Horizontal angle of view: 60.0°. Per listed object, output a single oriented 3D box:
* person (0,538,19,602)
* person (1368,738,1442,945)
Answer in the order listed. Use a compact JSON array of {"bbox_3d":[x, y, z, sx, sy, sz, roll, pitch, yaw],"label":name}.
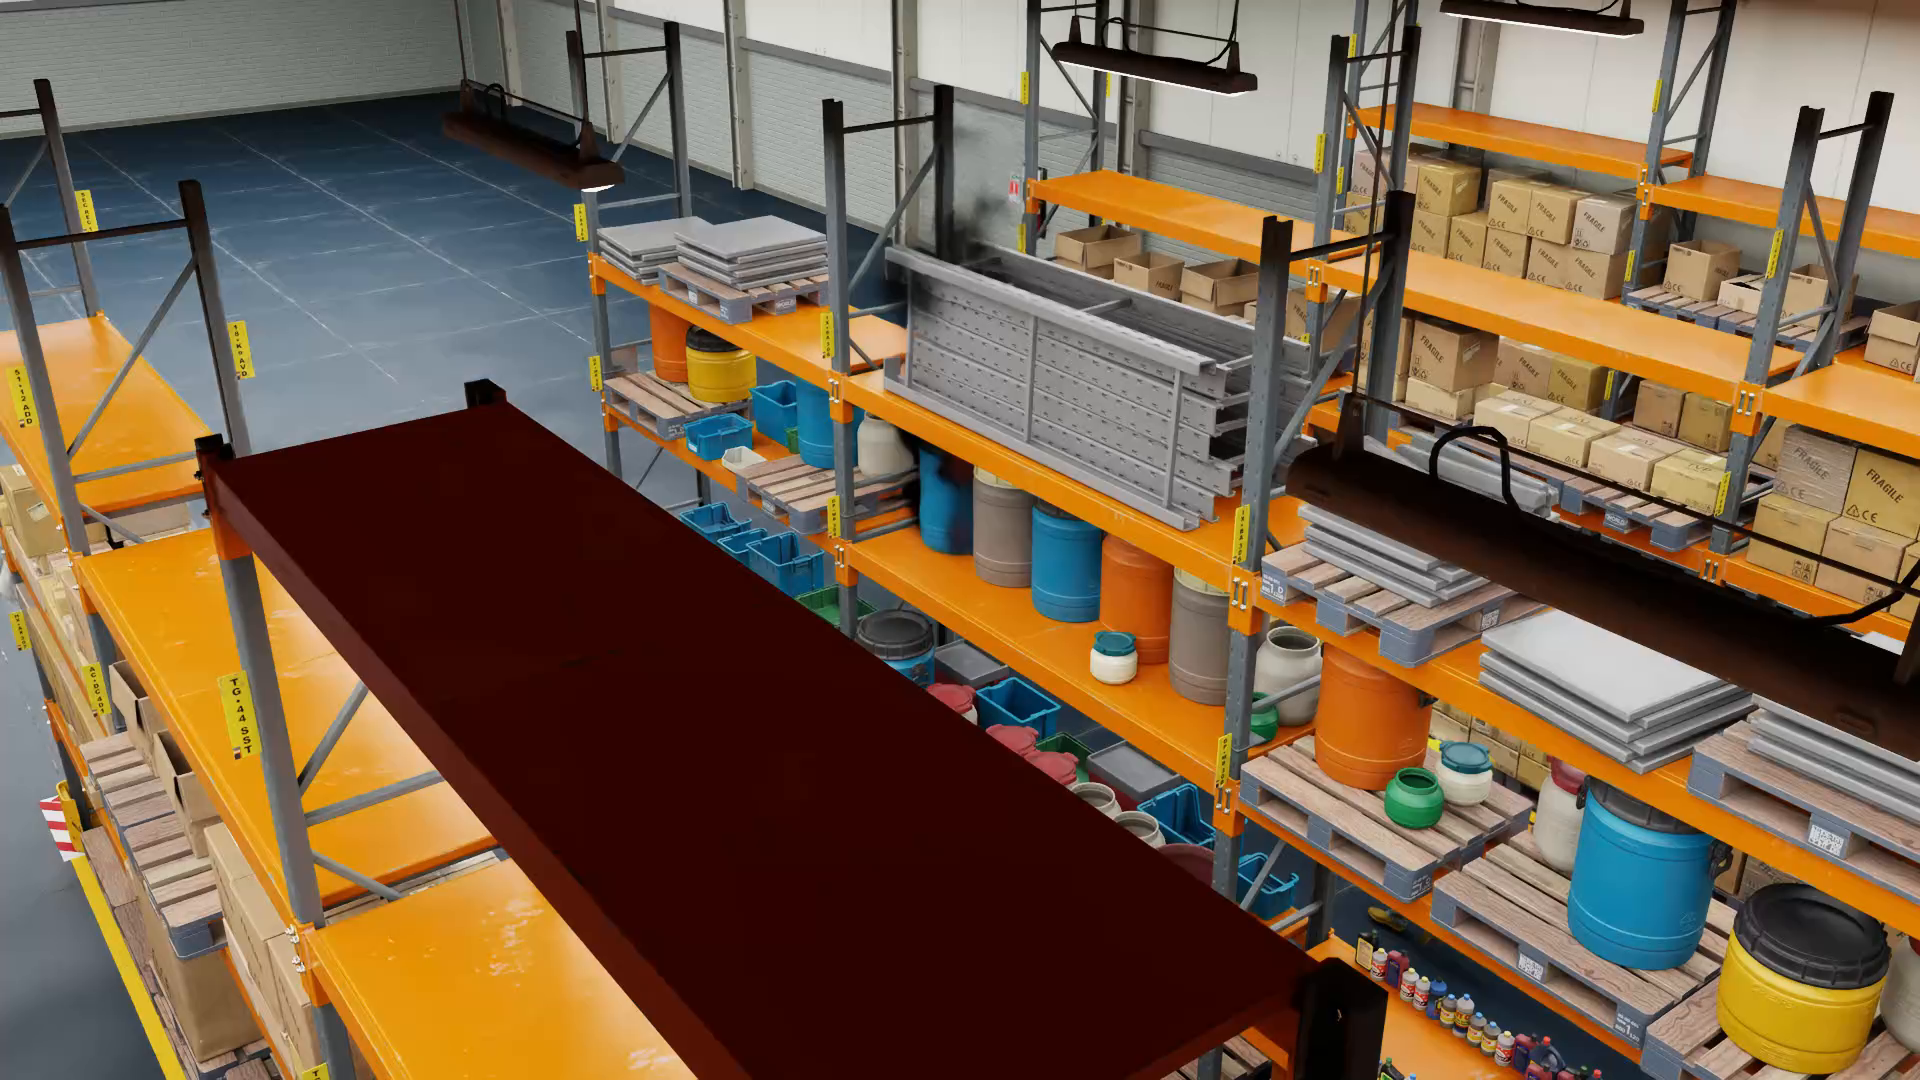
[{"bbox_3d":[-9.451,0.140,16.756,0.536,1.611,0.581,-2,25,-5],"label":"person"},{"bbox_3d":[3.358,2.191,12.200,0.704,1.720,0.650,-22,33,-39],"label":"person"}]
